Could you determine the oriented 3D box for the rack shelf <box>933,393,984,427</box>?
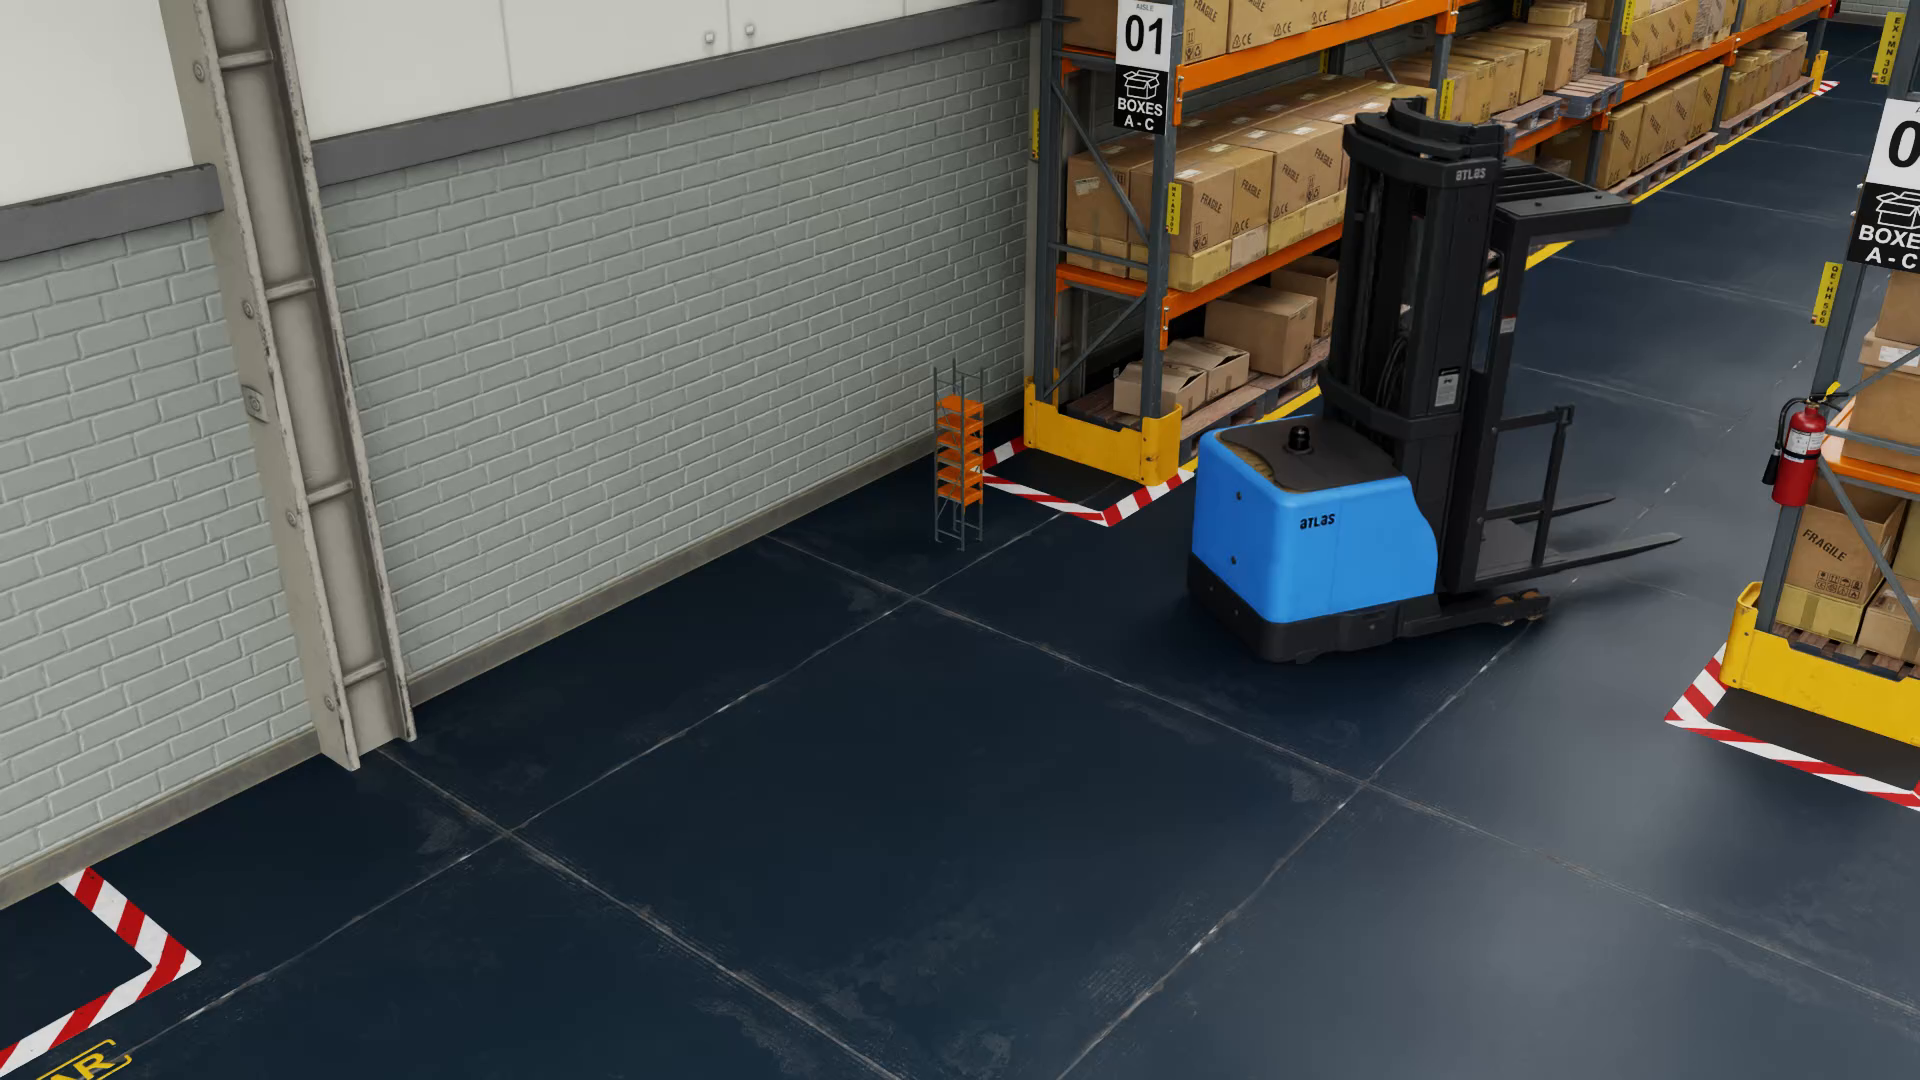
[{"bbox_3d":[-0.009,-0.808,10.319,0.258,0.103,0.180,21,34,34],"label":"rack shelf"}]

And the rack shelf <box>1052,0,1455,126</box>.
[{"bbox_3d":[2.218,-3.616,11.993,1.077,0.370,4.000,21,34,34],"label":"rack shelf"}]

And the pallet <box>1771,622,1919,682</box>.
[{"bbox_3d":[5.224,0.508,9.539,1.003,0.211,1.213,21,34,34],"label":"pallet"}]

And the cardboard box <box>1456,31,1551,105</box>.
[{"bbox_3d":[4.967,-4.352,15.311,0.700,0.500,0.500,21,34,34],"label":"cardboard box"}]

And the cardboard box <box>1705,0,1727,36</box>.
[{"bbox_3d":[8.162,-5.913,18.461,0.500,0.500,0.500,21,34,35],"label":"cardboard box"}]

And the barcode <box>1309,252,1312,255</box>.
[{"bbox_3d":[2.961,-2.418,14.053,0.001,0.075,0.075,21,34,34],"label":"barcode"}]

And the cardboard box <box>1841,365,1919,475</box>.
[{"bbox_3d":[5.077,-0.654,8.640,0.700,0.500,0.500,21,34,34],"label":"cardboard box"}]

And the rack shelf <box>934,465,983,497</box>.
[{"bbox_3d":[-0.009,-0.382,10.540,0.258,0.103,0.180,21,34,34],"label":"rack shelf"}]

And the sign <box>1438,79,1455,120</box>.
[{"bbox_3d":[3.913,-3.541,13.388,0.100,0.325,0.005,21,34,34],"label":"sign"}]

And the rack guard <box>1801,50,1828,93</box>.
[{"bbox_3d":[11.138,-6.465,22.703,1.175,0.500,0.348,21,34,34],"label":"rack guard"}]

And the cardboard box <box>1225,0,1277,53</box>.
[{"bbox_3d":[1.720,-3.505,10.865,0.500,0.500,0.500,23,35,38],"label":"cardboard box"}]

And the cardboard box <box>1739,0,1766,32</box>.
[{"bbox_3d":[8.936,-6.469,19.664,0.980,0.700,0.700,21,34,35],"label":"cardboard box"}]

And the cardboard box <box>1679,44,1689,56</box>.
[{"bbox_3d":[7.740,-5.406,18.186,0.380,0.149,0.250,20,33,33],"label":"cardboard box"}]

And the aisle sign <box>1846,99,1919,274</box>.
[{"bbox_3d":[4.502,-1.665,7.874,0.394,0.787,0.004,21,34,34],"label":"aisle sign"}]

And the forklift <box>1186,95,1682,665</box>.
[{"bbox_3d":[2.942,-1.014,9.520,3.031,2.935,1.130,-10,29,-18],"label":"forklift"}]

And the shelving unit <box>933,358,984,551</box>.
[{"bbox_3d":[-0.009,-0.528,10.464,0.258,1.200,0.189,21,34,34],"label":"shelving unit"}]

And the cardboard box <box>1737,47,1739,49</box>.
[{"bbox_3d":[9.550,-6.125,20.883,0.380,0.149,0.250,21,34,35],"label":"cardboard box"}]

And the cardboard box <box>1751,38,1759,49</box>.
[{"bbox_3d":[10.037,-6.398,21.410,0.380,0.149,0.250,21,34,35],"label":"cardboard box"}]

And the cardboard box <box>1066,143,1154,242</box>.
[{"bbox_3d":[1.081,-2.398,11.447,0.500,0.500,0.500,20,34,34],"label":"cardboard box"}]

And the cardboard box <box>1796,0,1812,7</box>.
[{"bbox_3d":[10.352,-7.255,21.183,0.980,0.700,0.700,20,34,34],"label":"cardboard box"}]

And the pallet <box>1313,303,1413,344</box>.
[{"bbox_3d":[3.090,-1.825,14.048,1.003,0.211,1.213,21,34,34],"label":"pallet"}]

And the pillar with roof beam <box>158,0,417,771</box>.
[{"bbox_3d":[0.229,-1.674,4.192,9.100,9.000,0.400,21,34,34],"label":"pillar with roof beam"}]

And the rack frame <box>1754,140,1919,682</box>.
[{"bbox_3d":[4.770,-0.447,8.350,1.000,3.000,0.127,21,34,34],"label":"rack frame"}]

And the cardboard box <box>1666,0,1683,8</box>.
[{"bbox_3d":[7.178,-5.704,17.240,0.500,0.250,0.500,21,34,35],"label":"cardboard box"}]

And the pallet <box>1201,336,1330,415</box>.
[{"bbox_3d":[2.314,-1.391,13.208,1.003,0.211,1.213,21,34,34],"label":"pallet"}]

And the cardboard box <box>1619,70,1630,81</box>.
[{"bbox_3d":[6.589,-4.763,16.945,0.380,0.149,0.250,21,34,35],"label":"cardboard box"}]

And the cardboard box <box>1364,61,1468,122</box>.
[{"bbox_3d":[3.840,-3.722,14.093,0.700,0.500,0.500,21,34,35],"label":"cardboard box"}]

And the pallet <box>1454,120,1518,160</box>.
[{"bbox_3d":[4.088,-3.455,14.373,1.003,0.211,1.213,21,34,34],"label":"pallet"}]

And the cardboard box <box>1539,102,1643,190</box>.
[{"bbox_3d":[6.603,-4.184,17.457,0.750,0.750,0.750,20,34,34],"label":"cardboard box"}]

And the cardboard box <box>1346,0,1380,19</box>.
[{"bbox_3d":[2.705,-4.063,11.945,0.500,0.500,0.500,19,33,33],"label":"cardboard box"}]

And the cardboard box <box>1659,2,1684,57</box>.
[{"bbox_3d":[7.197,-5.372,17.415,0.500,0.500,0.500,21,34,34],"label":"cardboard box"}]

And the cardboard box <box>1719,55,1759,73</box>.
[{"bbox_3d":[9.492,-5.816,20.286,0.380,0.149,0.250,22,35,36],"label":"cardboard box"}]

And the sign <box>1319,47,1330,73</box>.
[{"bbox_3d":[3.059,-3.987,13.933,0.100,0.325,0.005,21,34,34],"label":"sign"}]

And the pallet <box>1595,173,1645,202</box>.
[{"bbox_3d":[6.594,-3.749,17.768,1.003,0.211,1.213,21,34,34],"label":"pallet"}]

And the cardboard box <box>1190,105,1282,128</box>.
[{"bbox_3d":[2.055,-2.937,12.488,0.500,0.500,0.500,21,34,35],"label":"cardboard box"}]

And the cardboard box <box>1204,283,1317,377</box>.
[{"bbox_3d":[2.323,-1.646,12.908,0.700,0.500,0.500,18,33,31],"label":"cardboard box"}]

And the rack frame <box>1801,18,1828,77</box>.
[{"bbox_3d":[11.123,-7.567,22.112,1.000,3.000,0.127,21,34,34],"label":"rack frame"}]

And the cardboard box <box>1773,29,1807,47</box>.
[{"bbox_3d":[10.813,-6.555,21.714,0.380,0.149,0.250,20,34,34],"label":"cardboard box"}]

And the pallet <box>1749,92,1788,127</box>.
[{"bbox_3d":[9.898,-5.591,21.328,1.003,0.211,1.213,21,34,34],"label":"pallet"}]

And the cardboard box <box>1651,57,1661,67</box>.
[{"bbox_3d":[7.219,-5.141,17.675,0.380,0.149,0.250,21,34,35],"label":"cardboard box"}]

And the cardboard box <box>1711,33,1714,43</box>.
[{"bbox_3d":[8.240,-5.668,18.694,0.380,0.149,0.250,22,35,36],"label":"cardboard box"}]

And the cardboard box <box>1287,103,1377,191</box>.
[{"bbox_3d":[2.786,-2.975,12.562,0.500,0.500,0.500,20,33,33],"label":"cardboard box"}]

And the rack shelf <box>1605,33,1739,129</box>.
[{"bbox_3d":[7.306,-5.120,18.165,1.077,0.370,4.000,21,34,34],"label":"rack shelf"}]

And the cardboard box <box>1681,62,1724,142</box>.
[{"bbox_3d":[8.265,-5.112,19.249,0.750,0.750,0.750,21,34,35],"label":"cardboard box"}]

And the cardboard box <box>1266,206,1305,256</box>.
[{"bbox_3d":[2.149,-2.284,12.041,0.500,0.250,0.500,20,34,34],"label":"cardboard box"}]

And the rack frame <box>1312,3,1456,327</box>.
[{"bbox_3d":[3.490,-3.312,13.888,1.000,3.000,0.127,21,34,34],"label":"rack frame"}]

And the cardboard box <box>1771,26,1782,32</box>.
[{"bbox_3d":[10.680,-6.756,22.103,0.380,0.149,0.250,21,34,35],"label":"cardboard box"}]

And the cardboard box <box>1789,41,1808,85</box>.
[{"bbox_3d":[10.754,-6.366,22.054,0.700,0.500,0.500,21,34,34],"label":"cardboard box"}]

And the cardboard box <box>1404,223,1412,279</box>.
[{"bbox_3d":[3.945,-2.663,14.875,0.700,0.500,0.500,22,35,36],"label":"cardboard box"}]

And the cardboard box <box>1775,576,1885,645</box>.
[{"bbox_3d":[4.883,0.311,9.420,0.500,0.250,0.500,21,34,34],"label":"cardboard box"}]

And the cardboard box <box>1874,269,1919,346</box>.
[{"bbox_3d":[5.111,-1.249,8.378,0.700,0.500,0.500,21,34,35],"label":"cardboard box"}]

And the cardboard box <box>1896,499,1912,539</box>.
[{"bbox_3d":[5.507,-0.382,9.943,0.500,0.500,0.500,21,34,34],"label":"cardboard box"}]

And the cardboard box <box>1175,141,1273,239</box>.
[{"bbox_3d":[1.803,-2.423,11.494,0.500,0.500,0.500,21,34,35],"label":"cardboard box"}]

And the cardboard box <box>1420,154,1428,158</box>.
[{"bbox_3d":[3.422,-2.998,13.422,0.500,0.250,0.500,21,34,35],"label":"cardboard box"}]

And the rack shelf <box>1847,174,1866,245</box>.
[{"bbox_3d":[6.042,-2.169,9.197,1.077,0.370,4.000,21,34,34],"label":"rack shelf"}]

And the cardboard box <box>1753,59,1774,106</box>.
[{"bbox_3d":[9.783,-5.818,20.996,0.700,0.500,0.500,22,34,36],"label":"cardboard box"}]

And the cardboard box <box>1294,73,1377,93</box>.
[{"bbox_3d":[3.030,-3.482,13.541,0.500,0.500,0.500,20,33,33],"label":"cardboard box"}]
